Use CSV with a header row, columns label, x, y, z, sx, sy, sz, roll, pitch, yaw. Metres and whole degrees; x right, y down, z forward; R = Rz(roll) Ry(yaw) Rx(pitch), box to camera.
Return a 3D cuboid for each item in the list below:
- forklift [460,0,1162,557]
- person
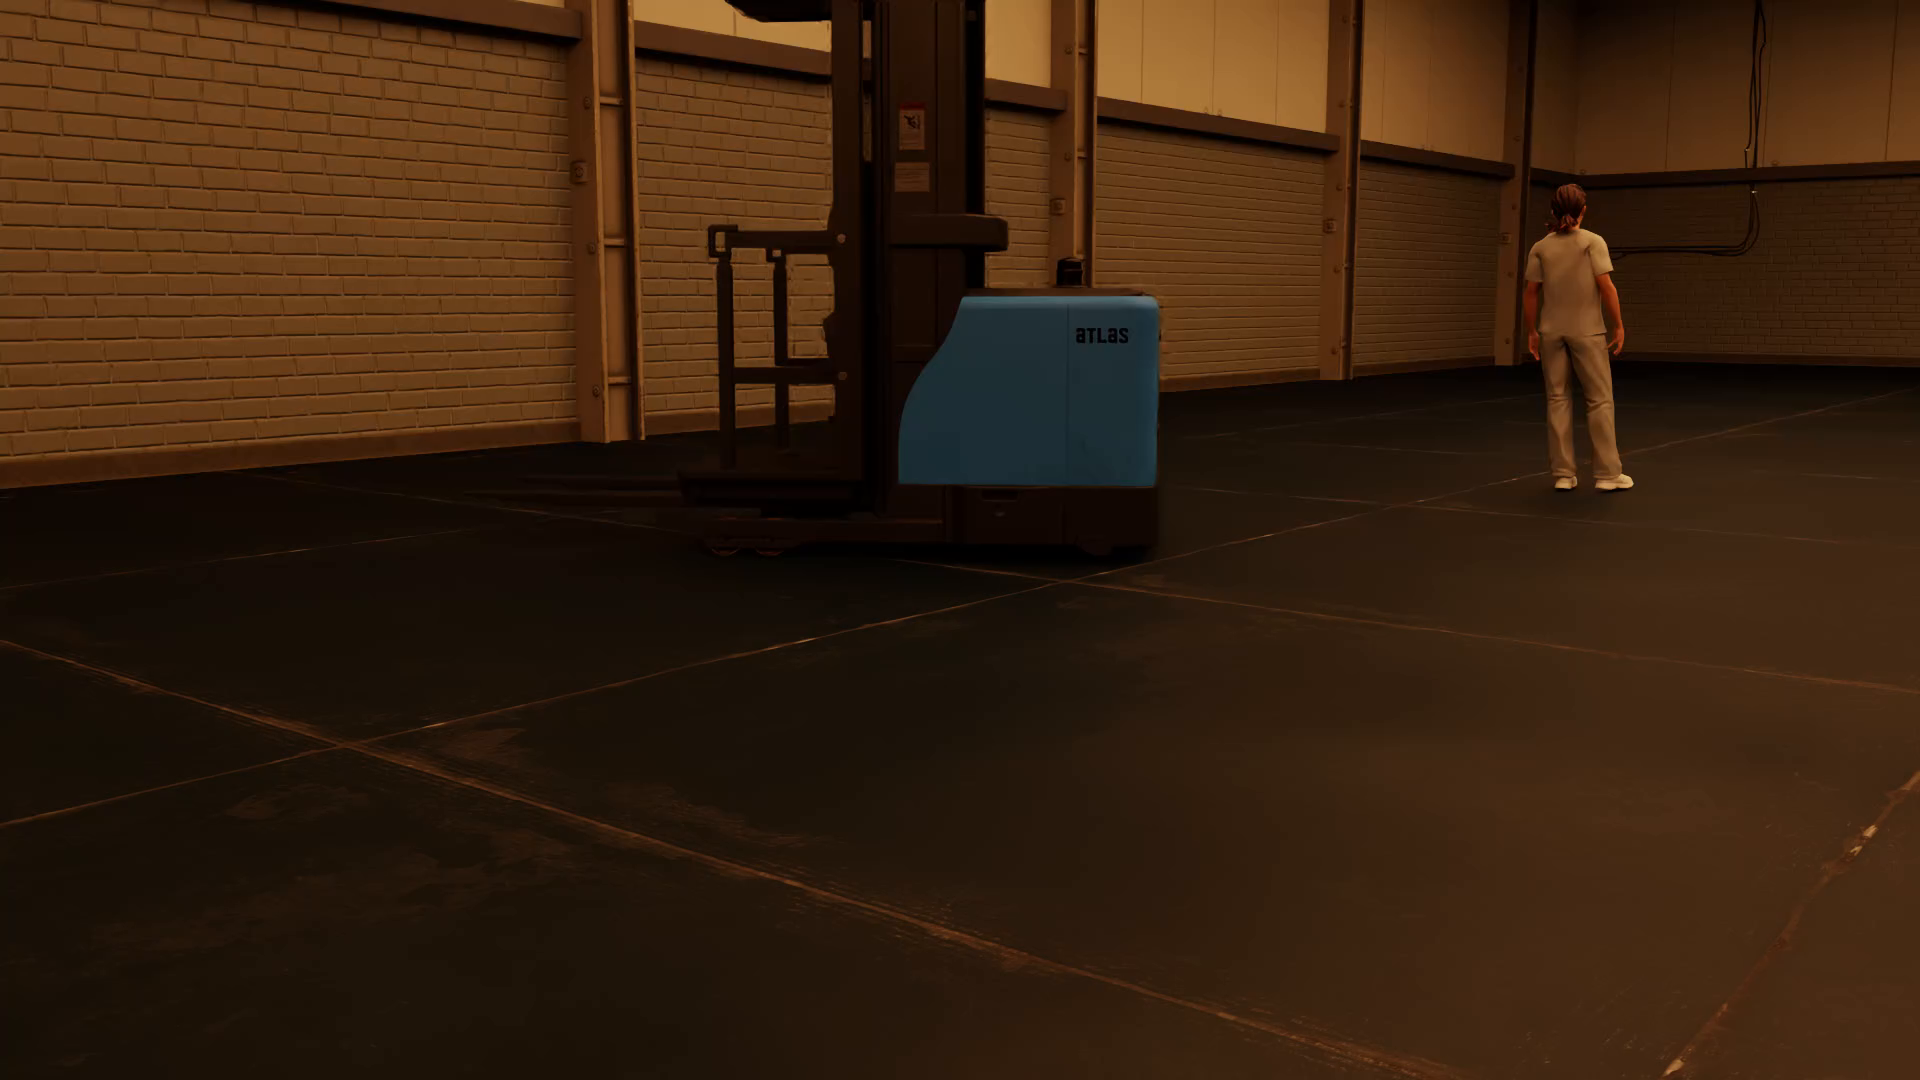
label,x,y,z,sx,sy,sz,roll,pitch,yaw
forklift,-0.641,-1.454,7.220,3.031,2.935,1.130,1,8,7
person,3.423,-1.119,9.216,0.550,1.673,0.548,7,11,39
